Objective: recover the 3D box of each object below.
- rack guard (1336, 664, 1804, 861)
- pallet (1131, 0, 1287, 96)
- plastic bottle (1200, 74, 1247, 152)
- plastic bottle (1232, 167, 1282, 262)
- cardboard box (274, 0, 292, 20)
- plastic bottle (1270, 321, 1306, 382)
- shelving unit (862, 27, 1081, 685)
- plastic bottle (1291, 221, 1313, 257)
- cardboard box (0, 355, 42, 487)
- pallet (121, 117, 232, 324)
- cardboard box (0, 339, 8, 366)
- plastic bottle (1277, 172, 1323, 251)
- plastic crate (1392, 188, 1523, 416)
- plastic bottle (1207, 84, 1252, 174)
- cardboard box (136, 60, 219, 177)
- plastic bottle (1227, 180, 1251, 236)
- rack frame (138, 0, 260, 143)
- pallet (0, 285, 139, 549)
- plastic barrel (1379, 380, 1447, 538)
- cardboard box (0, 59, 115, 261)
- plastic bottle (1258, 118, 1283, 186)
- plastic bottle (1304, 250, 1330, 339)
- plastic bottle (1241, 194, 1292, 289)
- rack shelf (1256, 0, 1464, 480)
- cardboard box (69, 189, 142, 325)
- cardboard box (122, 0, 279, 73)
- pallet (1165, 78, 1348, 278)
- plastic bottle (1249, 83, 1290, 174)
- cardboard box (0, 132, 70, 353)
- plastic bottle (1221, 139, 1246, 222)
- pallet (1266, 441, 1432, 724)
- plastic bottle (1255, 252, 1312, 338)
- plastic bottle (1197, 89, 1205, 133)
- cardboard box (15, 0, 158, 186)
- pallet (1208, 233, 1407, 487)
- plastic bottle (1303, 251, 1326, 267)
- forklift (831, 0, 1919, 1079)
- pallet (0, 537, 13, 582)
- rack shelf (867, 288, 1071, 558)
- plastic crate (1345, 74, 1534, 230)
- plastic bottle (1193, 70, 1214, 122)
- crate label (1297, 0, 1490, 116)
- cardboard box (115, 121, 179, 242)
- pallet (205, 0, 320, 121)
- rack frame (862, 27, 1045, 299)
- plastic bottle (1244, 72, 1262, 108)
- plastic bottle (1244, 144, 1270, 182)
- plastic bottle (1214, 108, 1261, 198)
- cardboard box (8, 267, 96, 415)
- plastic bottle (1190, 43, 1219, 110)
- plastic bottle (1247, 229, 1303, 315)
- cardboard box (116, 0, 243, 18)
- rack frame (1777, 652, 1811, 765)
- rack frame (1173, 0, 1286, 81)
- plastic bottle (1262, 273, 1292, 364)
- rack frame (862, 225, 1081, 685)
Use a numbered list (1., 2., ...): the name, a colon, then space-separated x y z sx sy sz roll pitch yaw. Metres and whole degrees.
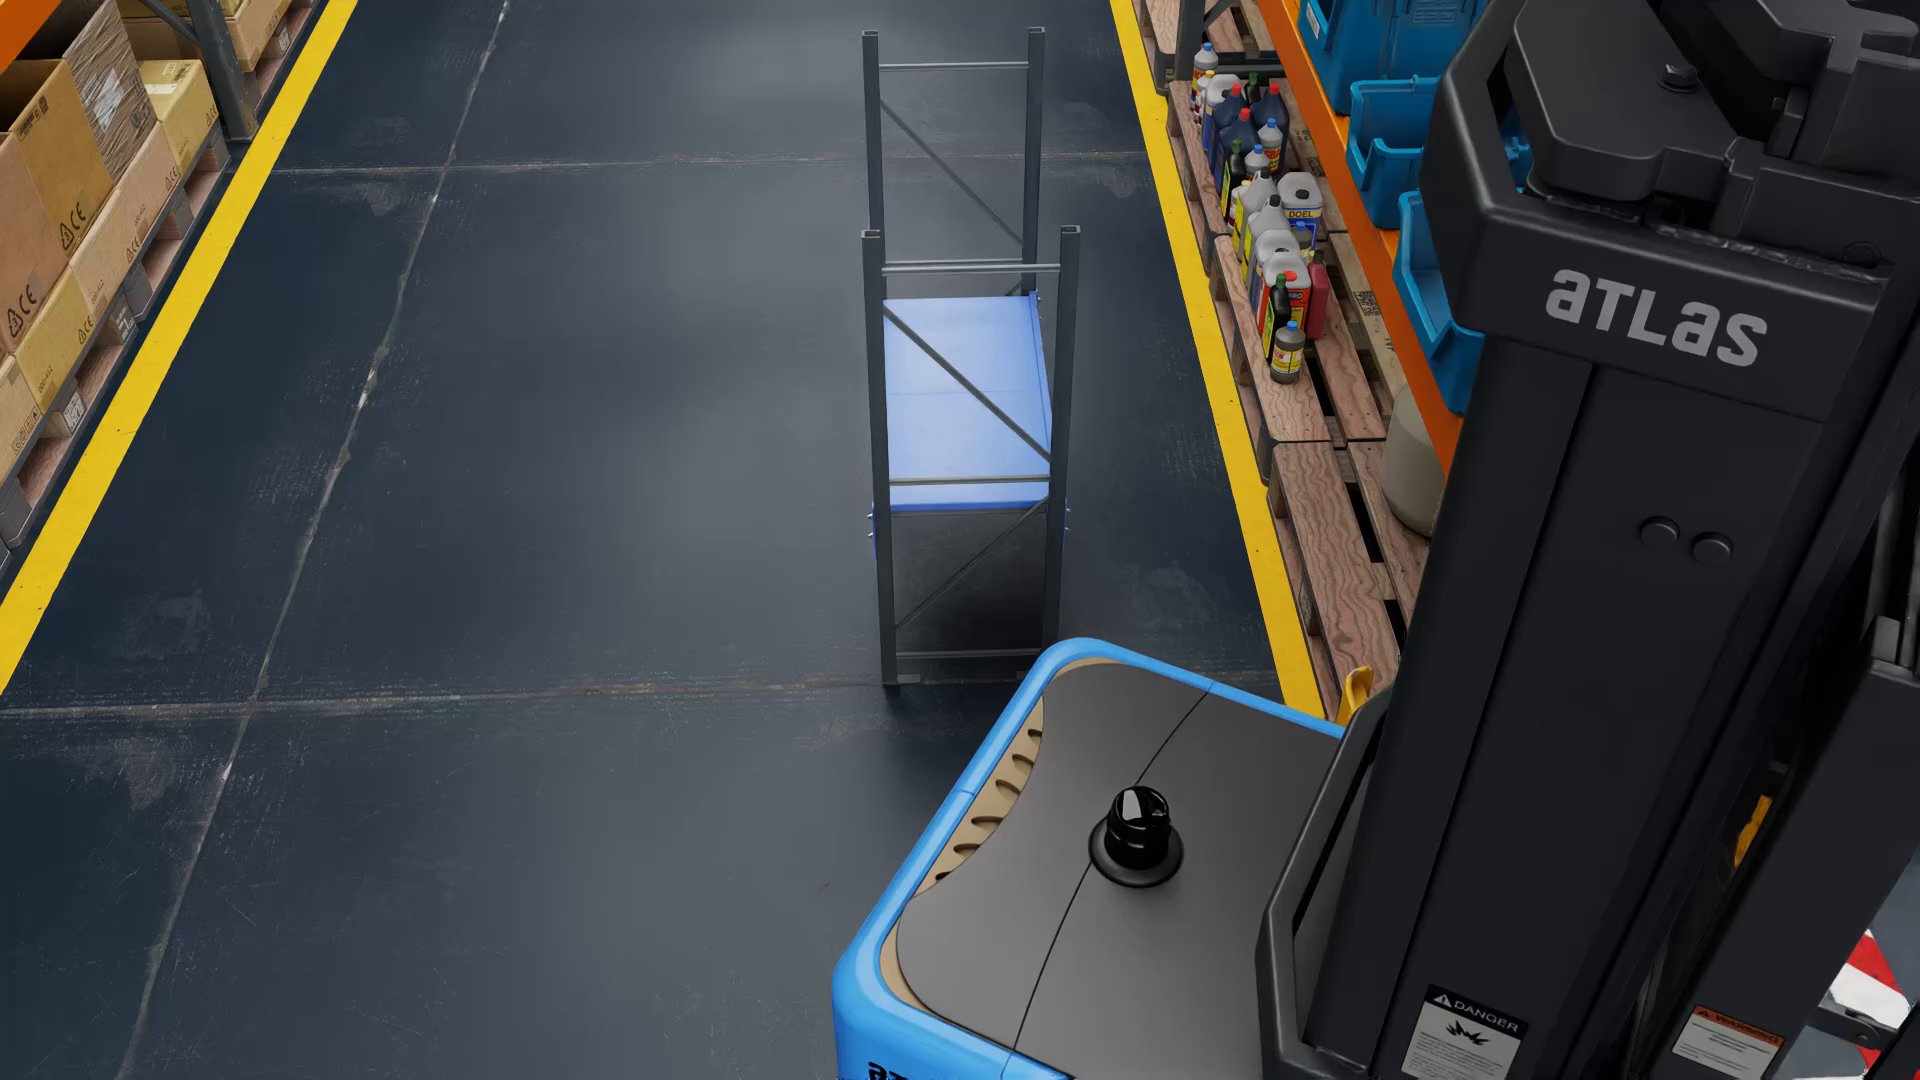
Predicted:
1. rack guard: 1.544 0.602 4.223 1.175 0.500 0.348 -2 43 -2
2. pallet: 1.352 -2.471 7.790 1.003 0.211 1.213 -2 43 -2
3. plastic bottle: 1.041 -1.683 6.556 0.152 0.276 0.135 0 43 0
4. plastic bottle: 1.070 -1.184 5.957 0.144 0.351 0.185 -2 43 -2
5. cardboard box: -3.315 -2.596 7.586 0.500 0.250 0.500 -1 43 -1
6. plastic bottle: 1.078 -0.627 5.460 0.097 0.201 0.097 0 43 0
7. shelving unit: 0.004 -0.495 4.680 0.538 1.500 1.048 -2 43 -2
8. plastic bottle: 1.197 -1.037 5.907 0.097 0.201 0.097 0 43 0
9. cardboard box: -3.201 -0.315 5.097 0.500 0.250 0.500 -2 43 -2
10. pallet: -3.533 -1.264 6.473 1.003 0.211 1.213 -2 43 -2
11. cardboard box: -3.213 -0.591 4.844 0.500 0.500 0.500 -2 43 -2
12. plastic bottle: 1.217 -1.178 6.005 0.152 0.276 0.135 -2 43 -2
13. plastic crate: 1.274 -0.544 3.734 0.499 0.251 0.616 -2 43 -2
14. plastic bottle: 1.044 -1.599 6.409 0.144 0.351 0.185 -1 43 -1
15. cardboard box: -3.287 -1.665 6.570 0.500 0.250 0.500 -2 43 -2
16. plastic bottle: 1.041 -1.225 6.111 0.097 0.201 0.097 0 43 0
17. rack frame: -3.525 -2.830 6.118 1.000 3.000 0.127 -2 43 -2
18. pallet: -3.478 -0.439 5.572 1.003 0.211 1.213 -2 43 -2
19. plastic barrel: 1.469 -0.288 4.874 0.421 0.512 0.421 0 43 0
20. cardboard box: -3.252 -1.266 5.580 0.500 0.500 0.500 -2 43 -2
21. plastic bottle: 1.171 -1.475 6.333 0.097 0.271 0.097 0 43 0
22. plastic bottle: 1.201 -0.832 5.623 0.061 0.283 0.133 -2 43 -2
23. plastic bottle: 1.078 -1.059 5.820 0.144 0.351 0.185 0 43 0
24. rack shelf: 1.509 -1.355 5.040 1.077 0.370 4.000 -2 43 -2
25. cardboard box: -3.239 -0.990 5.834 0.500 0.250 0.500 -2 43 -2
26. cardboard box: -3.294 -2.251 7.210 0.500 0.250 0.500 -3 43 -3
27. pallet: 1.411 -1.487 6.716 1.003 0.211 1.213 -2 43 -2
28. plastic bottle: 1.188 -1.603 6.414 0.144 0.351 0.185 -2 43 -2
29. cardboard box: -3.216 -0.929 5.212 0.500 0.500 0.500 -2 43 -2
30. plastic bottle: 1.017 -1.334 6.170 0.061 0.283 0.133 0 43 0
31. pallet: 1.515 0.160 4.919 1.003 0.211 1.213 -2 43 -2
32. plastic bottle: 1.095 -0.826 5.621 0.152 0.276 0.135 -1 43 -1
33. plastic bottle: 1.009 -1.736 6.669 0.097 0.201 0.097 0 43 0
34. cardboard box: -3.277 -1.603 5.948 0.500 0.500 0.500 -2 43 -2
35. pallet: 1.466 -0.662 5.816 1.003 0.211 1.213 -2 43 -2
36. plastic bottle: 1.213 -0.908 5.766 0.097 0.201 0.097 0 43 0
37. forklift: 1.310 0.638 2.385 3.031 2.935 1.130 19 46 20
38. pallet: -3.429 0.383 4.676 1.003 0.211 1.213 -2 43 -2
39. rack shelf: 0.004 -0.363 4.802 0.538 0.185 1.000 -2 43 -2
40. plastic crate: 1.252 -0.983 4.212 0.499 0.251 0.408 -2 43 -2
41. plastic bottle: 1.004 -1.804 6.744 0.097 0.201 0.097 0 43 0
42. crate label: 1.246 -1.517 4.659 0.502 0.435 0.616 -2 43 -2
43. cardboard box: -3.275 -1.327 6.202 0.500 0.250 0.500 -2 43 -2
44. pallet: -3.595 -2.299 7.601 1.003 0.211 1.213 -2 43 -2
45. rack frame: -0.018 -0.838 5.055 0.500 1.500 0.032 -2 43 -2
46. plastic bottle: 1.147 -1.689 6.557 0.061 0.283 0.133 -2 43 -2
47. plastic bottle: 1.096 -1.344 6.190 0.097 0.271 0.097 0 43 0
48. plastic bottle: 1.052 -1.471 6.270 0.144 0.351 0.185 -3 43 -4
49. cardboard box: -3.217 -0.652 5.466 0.500 0.250 0.500 -2 43 -2
50. plastic bottle: 1.000 -1.899 6.795 0.097 0.271 0.097 0 43 0
51. plastic bottle: 1.089 -0.920 5.723 0.152 0.276 0.135 -3 43 -3
52. cardboard box: -3.293 -2.464 7.028 0.500 0.311 0.500 -2 43 -2
53. rack frame: 1.594 -0.270 3.324 1.000 3.000 0.127 -2 43 -2
54. rack frame: 1.424 -2.970 6.270 1.000 3.000 0.127 -2 43 -2
55. plastic bottle: 1.055 -0.736 5.518 0.061 0.283 0.133 -1 43 -1
56. rack frame: 0.025 -0.152 4.306 0.500 1.500 0.032 -2 43 -2
